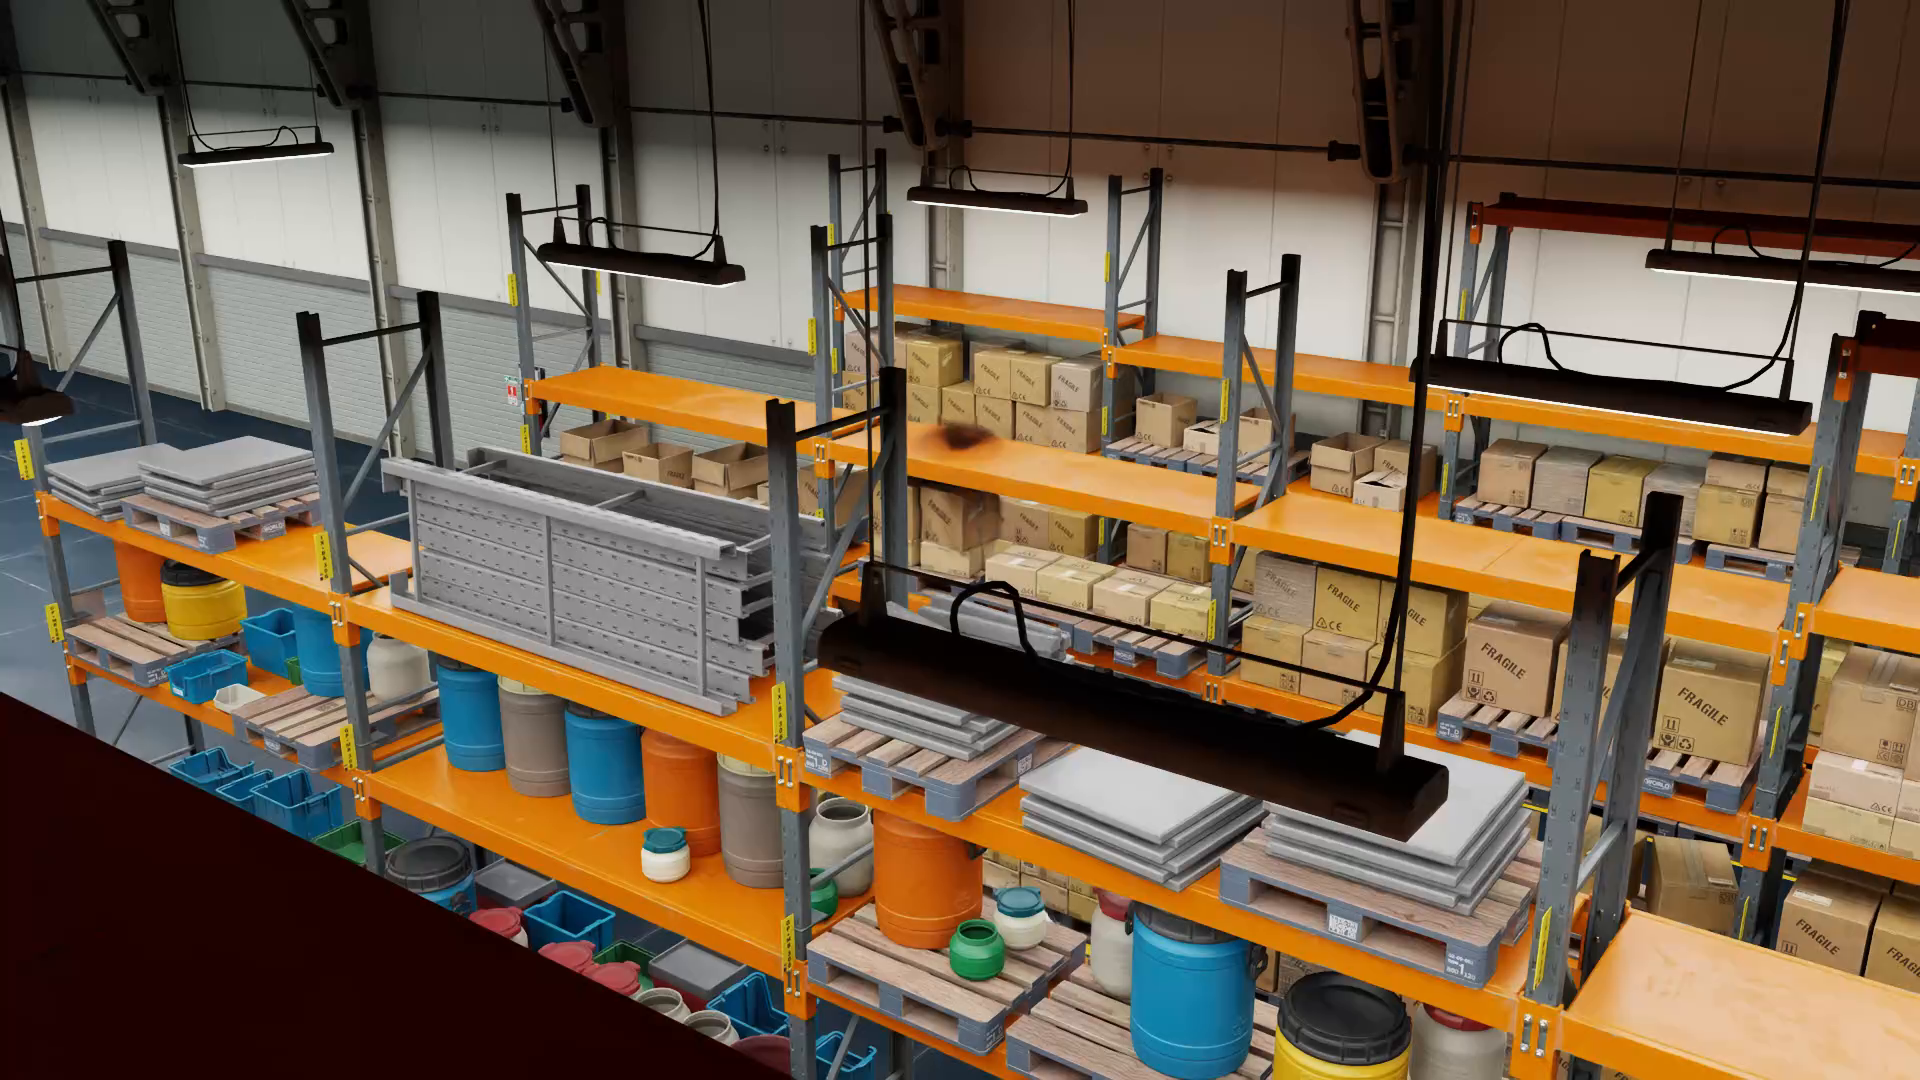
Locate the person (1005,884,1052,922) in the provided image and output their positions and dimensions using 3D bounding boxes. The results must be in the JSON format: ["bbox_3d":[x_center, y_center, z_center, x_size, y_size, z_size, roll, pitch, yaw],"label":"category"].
[{"bbox_3d":[0.391,3.365,12.454,0.945,1.812,0.613,15,24,37],"label":"person"}]
